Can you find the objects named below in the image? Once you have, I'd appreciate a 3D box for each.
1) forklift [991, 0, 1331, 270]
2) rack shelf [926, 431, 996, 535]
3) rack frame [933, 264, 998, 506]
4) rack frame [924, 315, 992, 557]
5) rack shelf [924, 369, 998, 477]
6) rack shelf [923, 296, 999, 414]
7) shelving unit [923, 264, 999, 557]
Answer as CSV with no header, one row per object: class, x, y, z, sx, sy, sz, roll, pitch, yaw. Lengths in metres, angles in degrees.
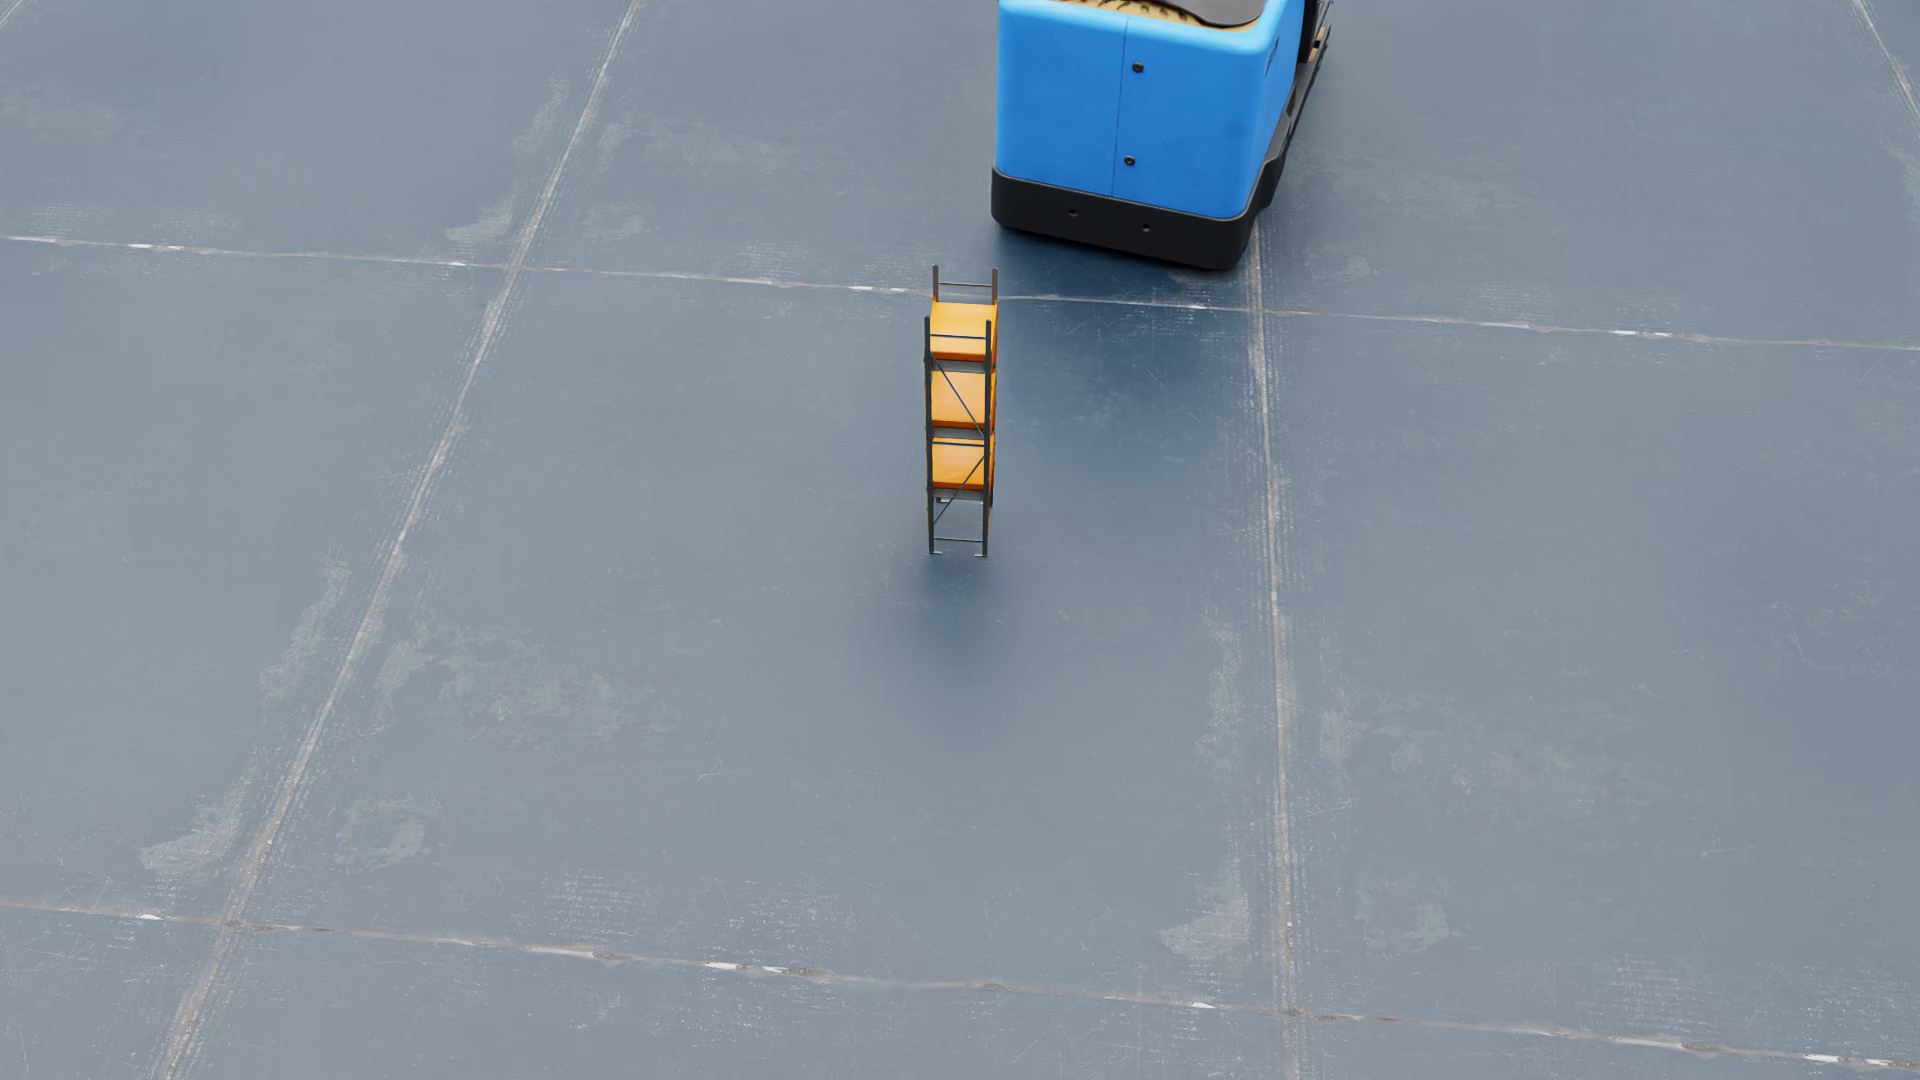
forklift,1.092,-3.180,6.673,1.130,2.935,3.031,14,49,13
rack shelf,0.005,-0.199,5.611,0.215,0.259,0.240,4,48,4
rack frame,0.016,-0.483,5.481,0.200,1.050,0.008,4,48,4
rack frame,-0.006,-0.304,5.317,0.200,1.050,0.008,4,48,4
rack shelf,0.005,-0.386,5.406,0.215,0.259,0.240,4,48,4
rack shelf,0.005,-0.578,5.197,0.215,0.259,0.240,4,48,4
shelving unit,0.005,-0.394,5.399,0.215,1.050,0.252,4,48,4
